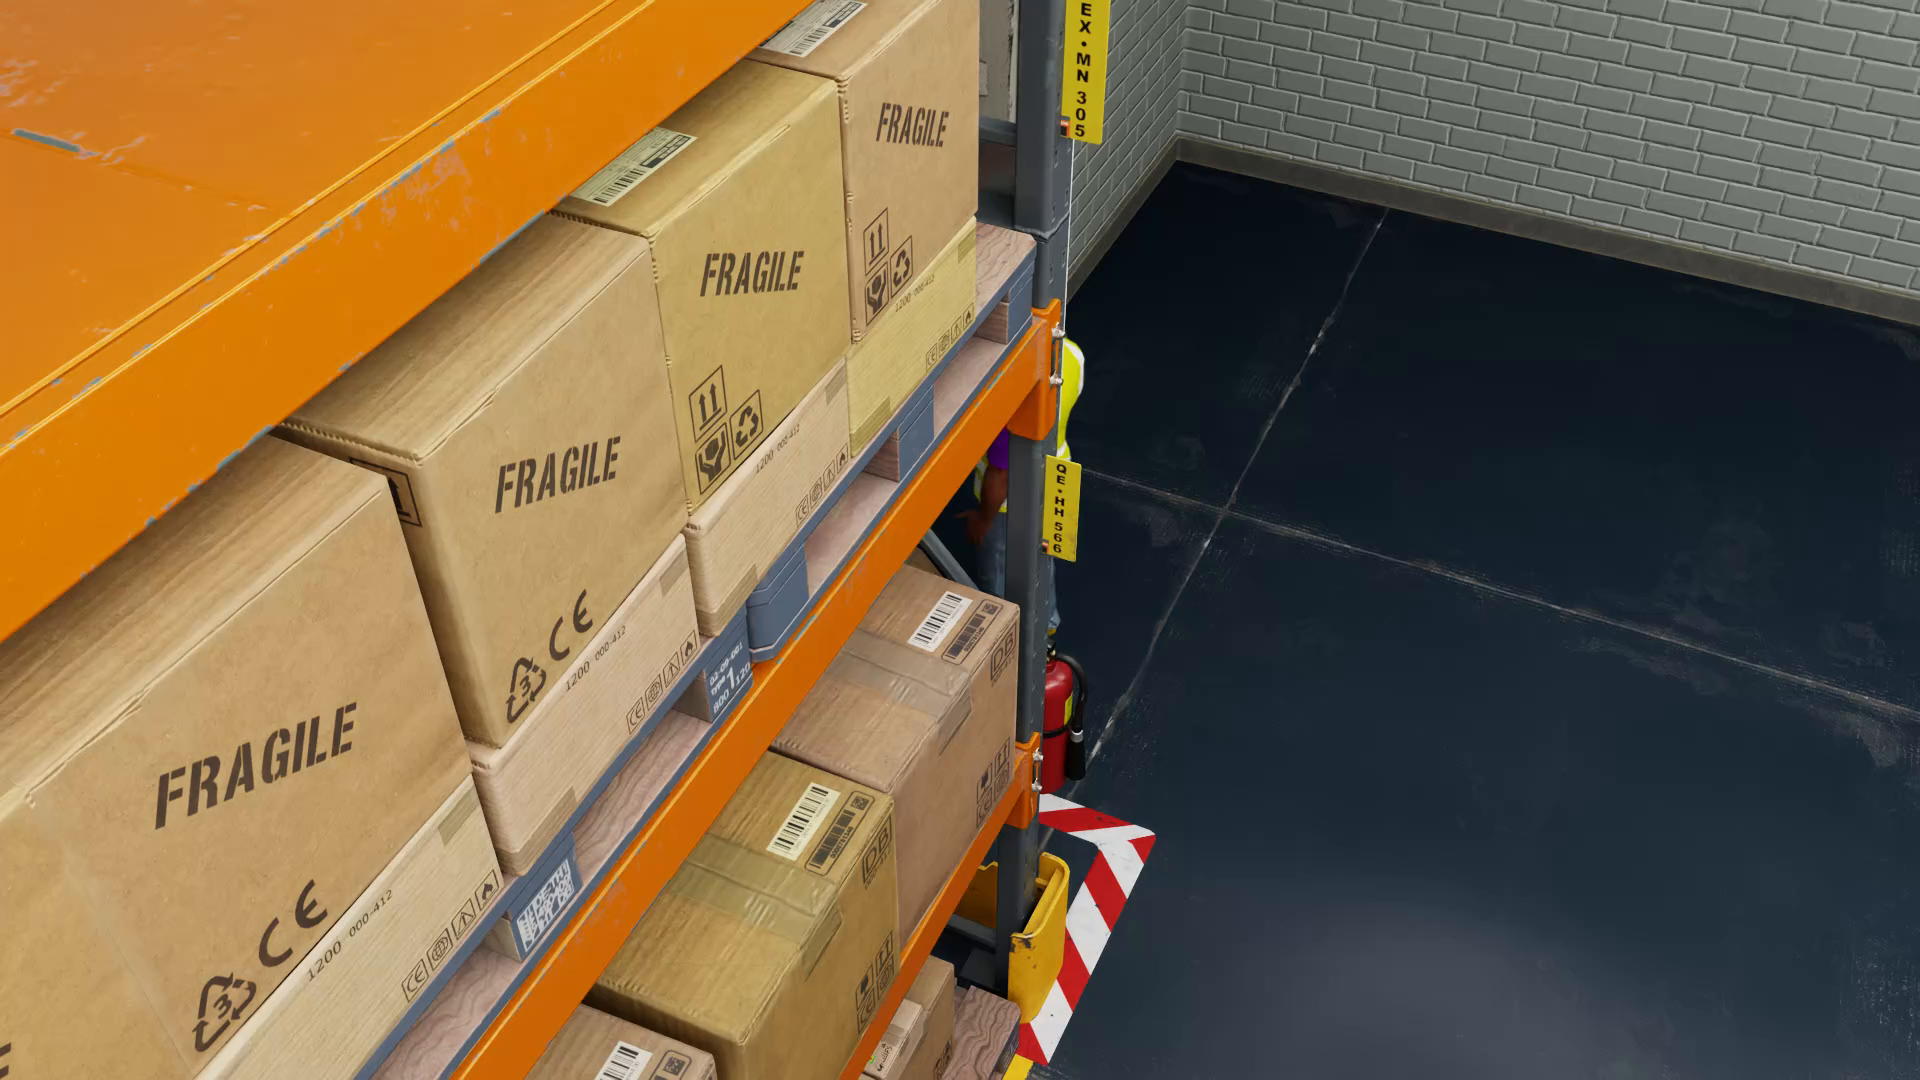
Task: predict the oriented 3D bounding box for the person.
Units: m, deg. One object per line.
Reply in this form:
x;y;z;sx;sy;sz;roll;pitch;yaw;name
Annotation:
0.222;-0.207;6.378;0.368;1.758;0.568;18;45;19;person
